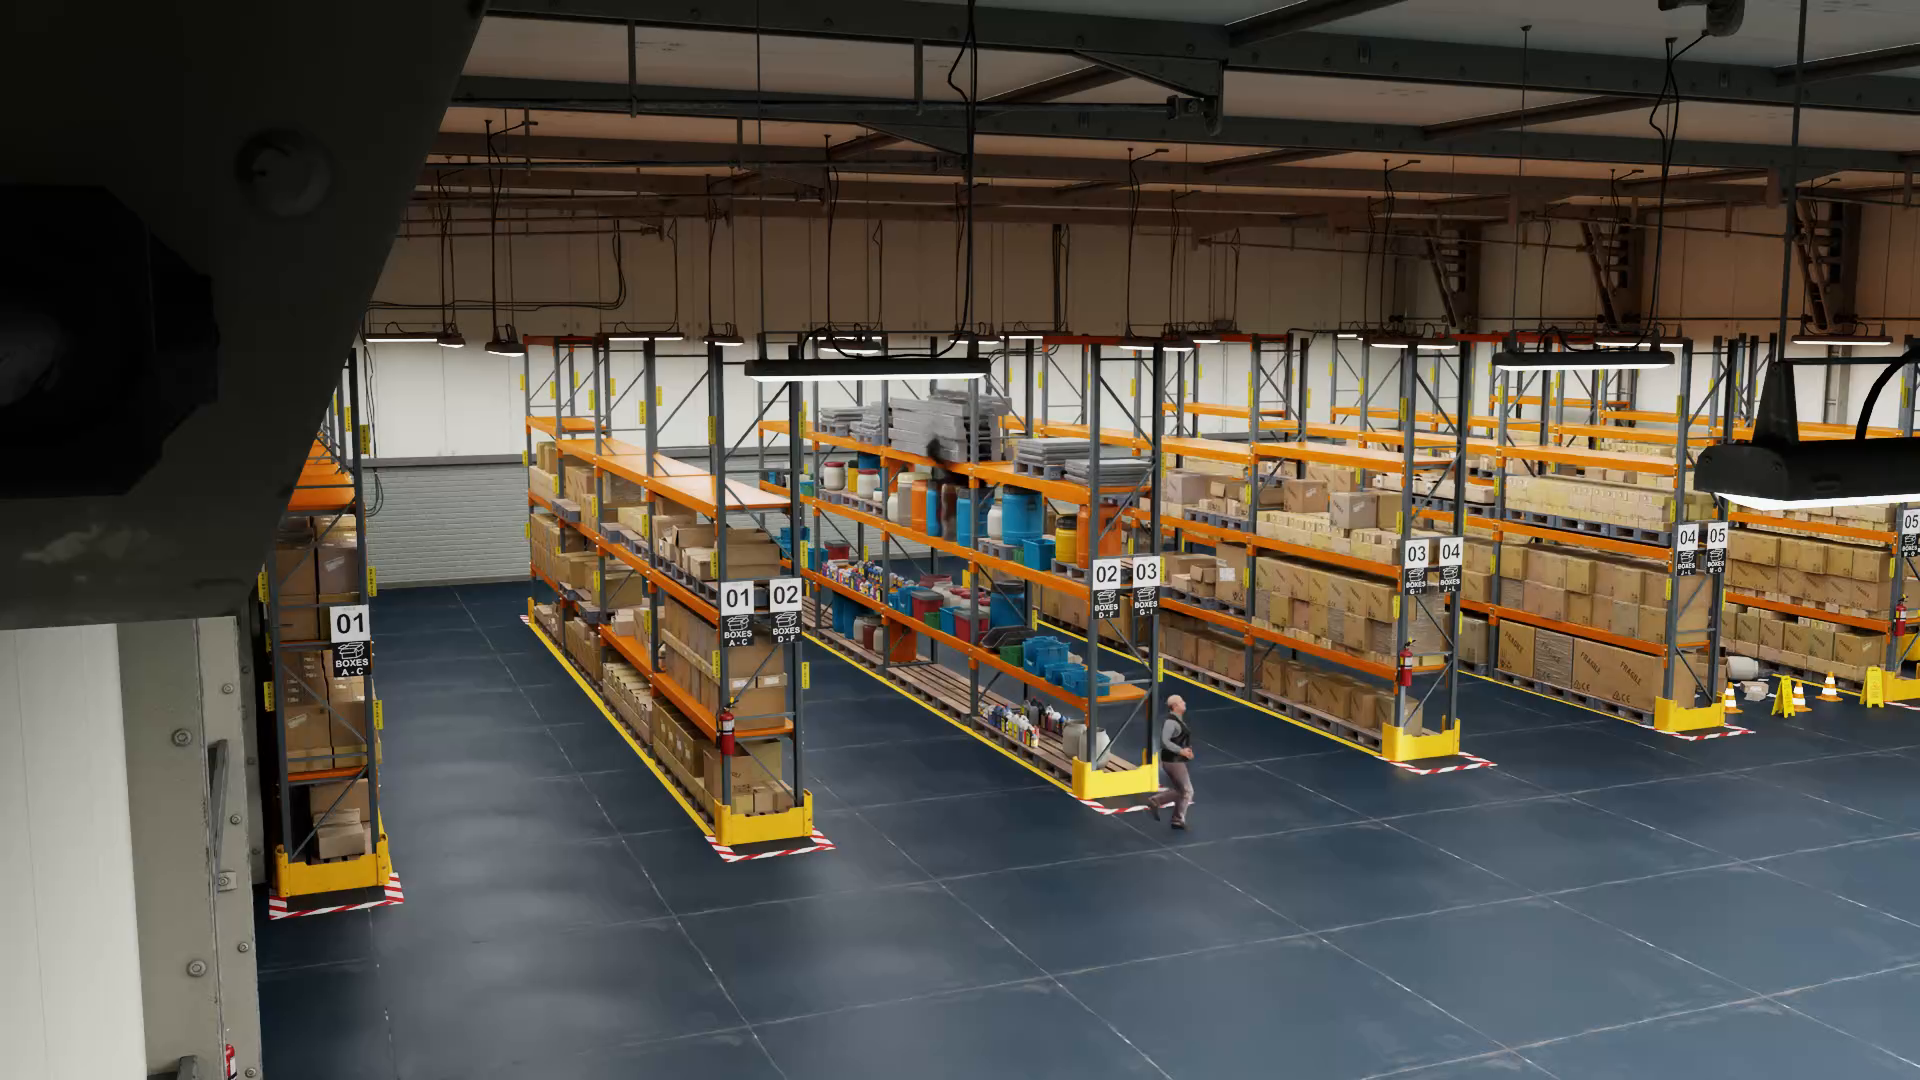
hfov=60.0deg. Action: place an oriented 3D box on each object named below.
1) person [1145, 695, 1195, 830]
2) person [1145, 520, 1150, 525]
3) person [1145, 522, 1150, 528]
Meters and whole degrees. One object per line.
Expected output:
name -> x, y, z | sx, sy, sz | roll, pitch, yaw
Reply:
person -> 2.639, 2.771, 20.785 | 0.635, 1.696, 0.673 | 2, 8, 12
person -> 4.841, -0.070, 41.689 | 0.889, 1.756, 0.696 | -3, 8, -22
person -> 4.341, 0.434, 38.240 | 0.556, 1.703, 0.717 | -3, 8, -18
